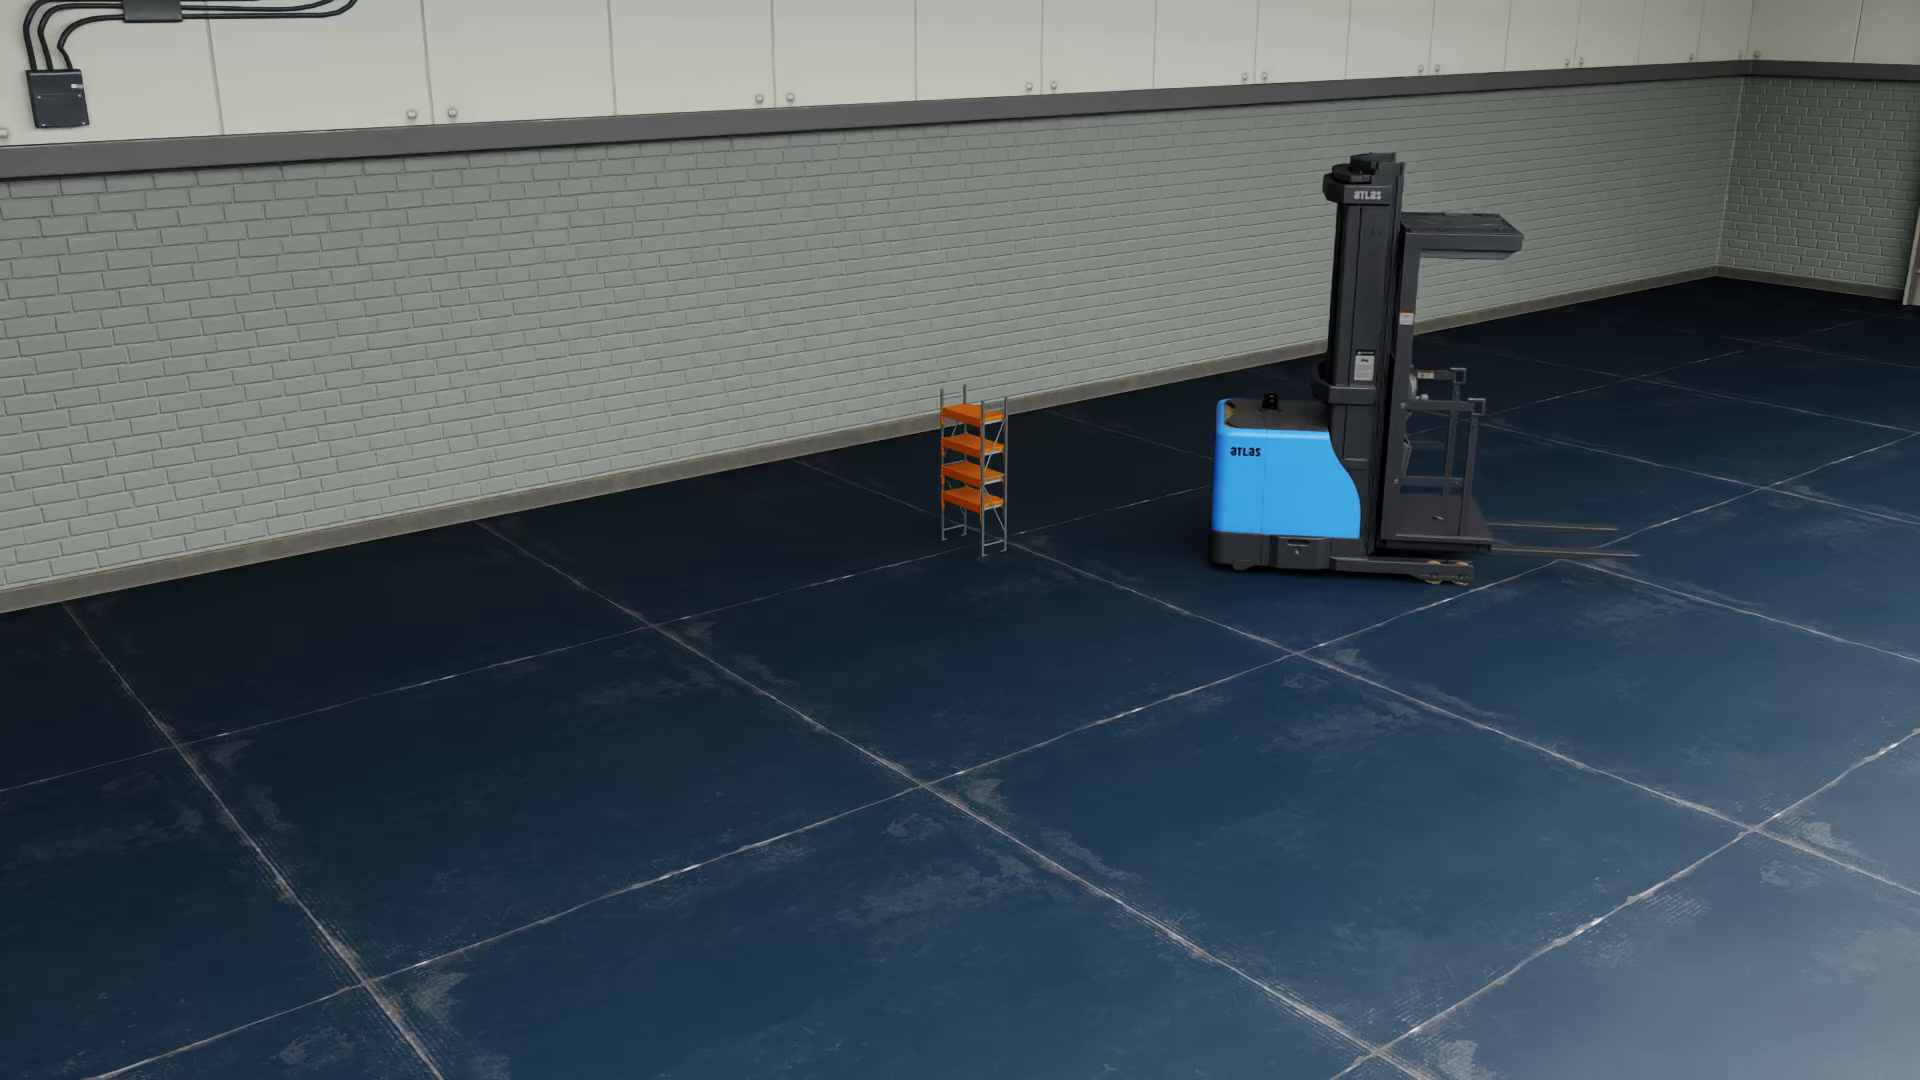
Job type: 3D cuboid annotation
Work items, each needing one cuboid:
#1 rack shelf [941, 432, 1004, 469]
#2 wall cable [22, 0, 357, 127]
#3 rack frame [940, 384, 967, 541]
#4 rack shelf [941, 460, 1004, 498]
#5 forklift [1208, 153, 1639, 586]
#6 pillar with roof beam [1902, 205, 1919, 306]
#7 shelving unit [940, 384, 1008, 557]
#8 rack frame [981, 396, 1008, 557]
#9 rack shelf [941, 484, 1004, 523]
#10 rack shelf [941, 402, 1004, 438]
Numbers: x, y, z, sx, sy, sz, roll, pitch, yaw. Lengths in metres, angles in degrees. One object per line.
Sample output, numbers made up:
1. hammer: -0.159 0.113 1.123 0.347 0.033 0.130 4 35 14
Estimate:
1. rack shelf: 0.103 -0.677 12.502 0.258 0.148 0.480 -14 23 -36
2. wall cable: -5.055 -5.740 10.471 2.305 6.003 0.169 -14 23 -36
3. rack frame: -0.049 -0.589 12.732 0.240 1.200 0.015 -14 23 -36
4. rack shelf: 0.103 -0.465 12.572 0.258 0.148 0.480 -14 23 -36
5. forklift: 3.382 -1.245 11.958 3.031 2.935 1.130 3 19 8
6. pillar with roof beam: 9.604 -6.600 18.479 9.100 9.000 0.400 -14 23 -36
7. shelving unit: 0.103 -0.529 12.551 0.258 1.200 0.503 -14 23 -36
8. rack frame: 0.254 -0.469 12.369 0.240 1.200 0.015 -14 23 -36
9. rack shelf: 0.103 -0.276 12.634 0.258 0.148 0.480 -14 23 -36
10. rack shelf: 0.103 -0.902 12.427 0.258 0.148 0.480 -14 23 -36
